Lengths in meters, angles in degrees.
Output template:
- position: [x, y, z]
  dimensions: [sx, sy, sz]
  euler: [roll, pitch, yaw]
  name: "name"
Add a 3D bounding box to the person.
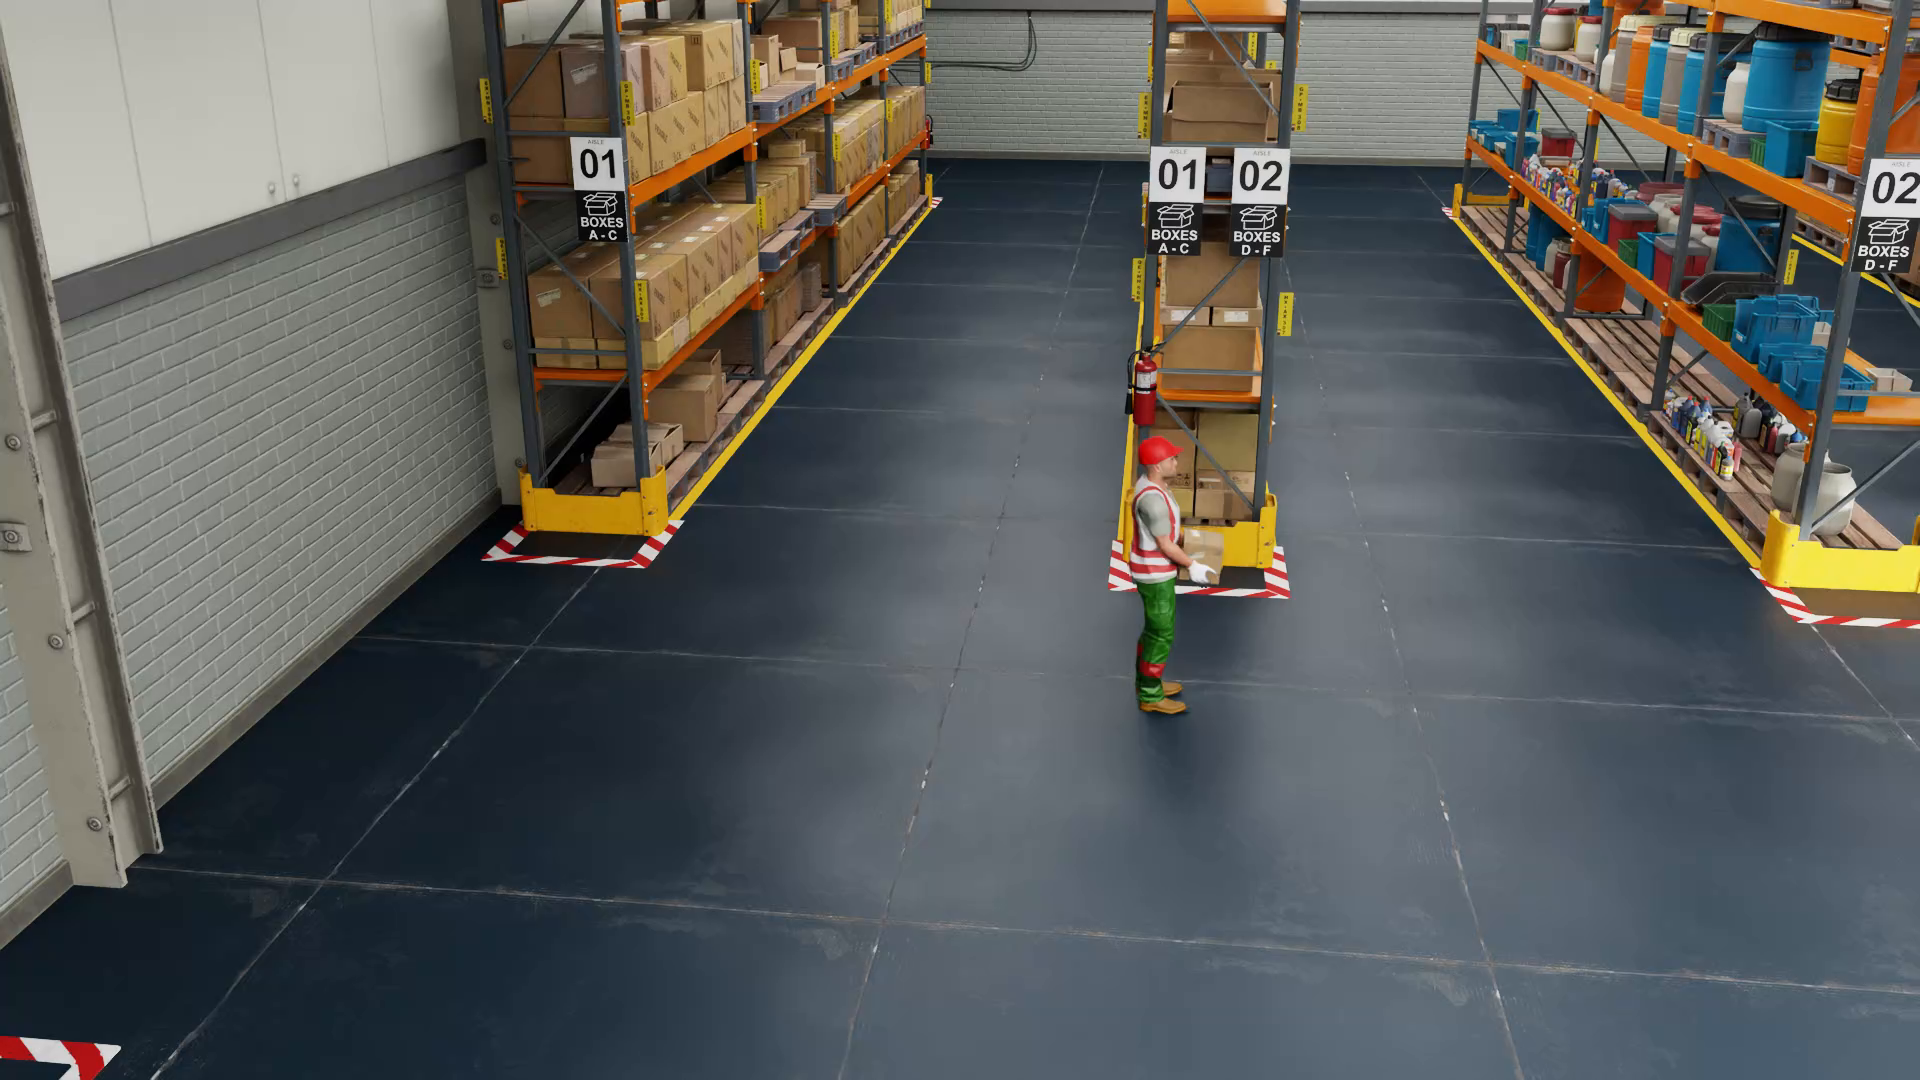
- position: [1.336, 0.209, 10.497]
  dimensions: [0.547, 1.793, 0.519]
  euler: [2, 21, 6]
  name: "person"
